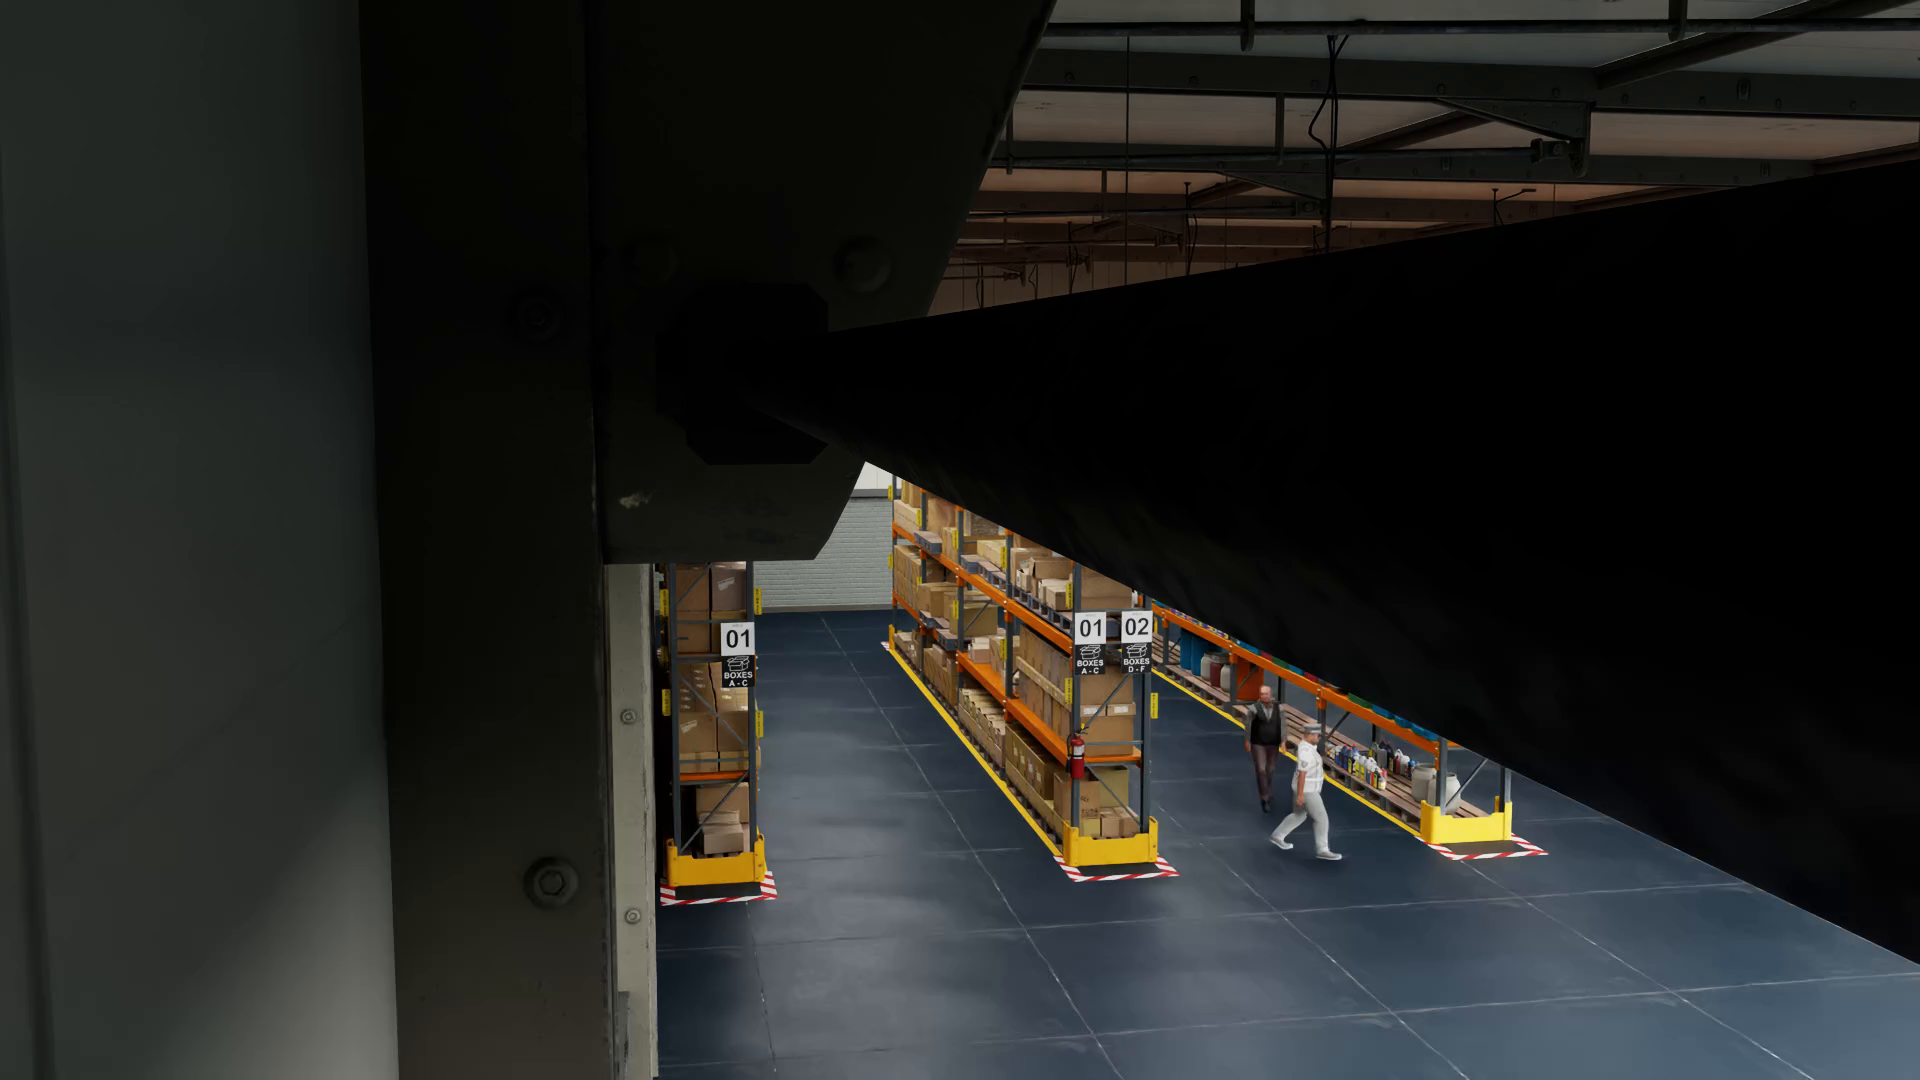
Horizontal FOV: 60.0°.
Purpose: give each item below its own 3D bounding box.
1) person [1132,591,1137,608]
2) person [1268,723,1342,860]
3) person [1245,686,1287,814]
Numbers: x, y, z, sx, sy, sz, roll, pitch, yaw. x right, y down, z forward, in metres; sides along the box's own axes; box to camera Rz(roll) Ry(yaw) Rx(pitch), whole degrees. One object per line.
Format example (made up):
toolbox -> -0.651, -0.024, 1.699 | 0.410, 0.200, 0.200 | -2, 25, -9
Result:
person -> 3.551, 1.648, 35.221 | 0.465, 1.766, 0.616 | 5, 8, 38
person -> 4.422, 3.182, 21.263 | 0.899, 1.707, 0.548 | 1, 6, 7
person -> 4.369, 2.973, 23.592 | 0.560, 1.630, 0.837 | -1, 6, -6
